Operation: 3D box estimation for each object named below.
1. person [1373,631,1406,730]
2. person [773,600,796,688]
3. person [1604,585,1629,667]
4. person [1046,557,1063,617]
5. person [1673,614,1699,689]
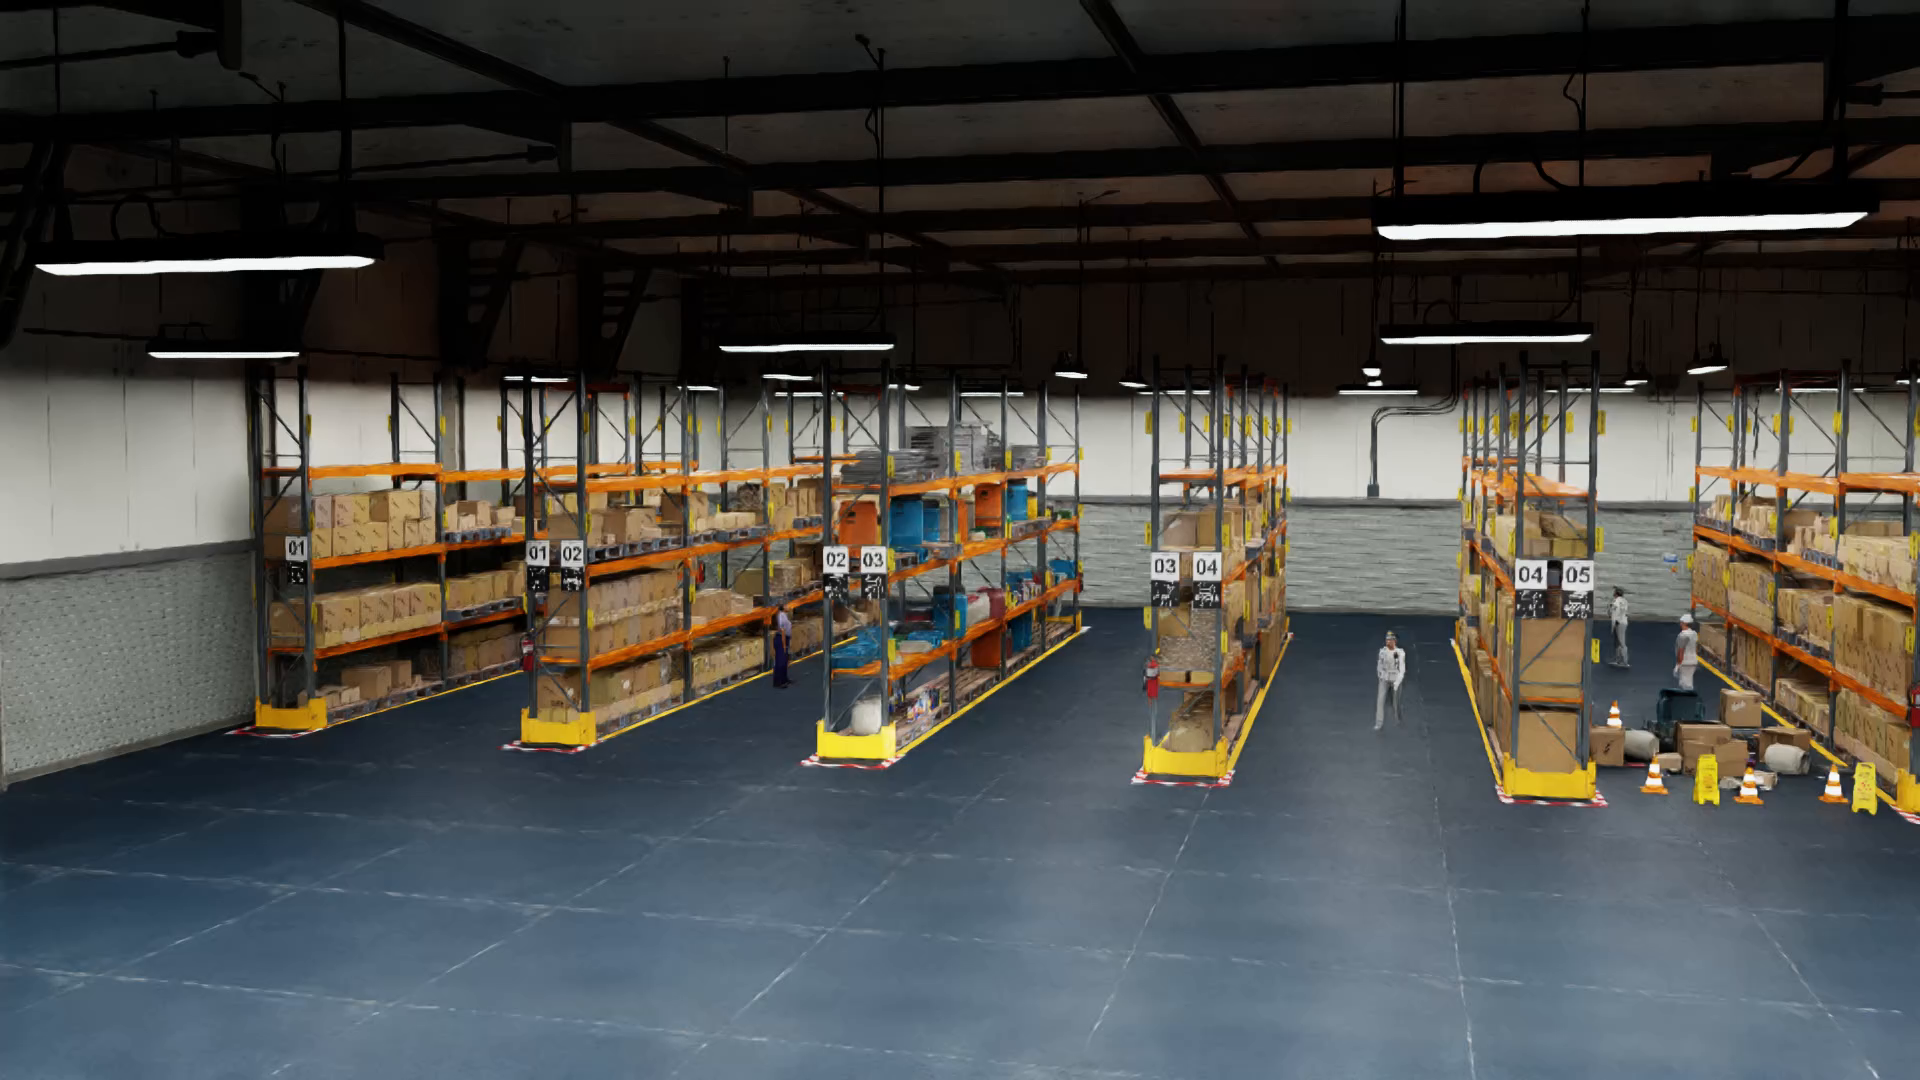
[{"bbox_3d":[7.088,2.289,27.335,0.483,1.619,0.999,2,4,24],"label":"person"},{"bbox_3d":[-3.361,1.972,31.813,0.448,1.652,0.573,-1,4,-10],"label":"person"},{"bbox_3d":[13.636,1.777,34.497,0.555,1.664,0.584,3,5,36],"label":"person"},{"bbox_3d":[2.323,1.256,42.297,0.643,1.664,0.497,-2,4,-27],"label":"person"},{"bbox_3d":[12.329,2.143,28.327,0.570,1.786,0.653,4,5,42],"label":"person"}]
